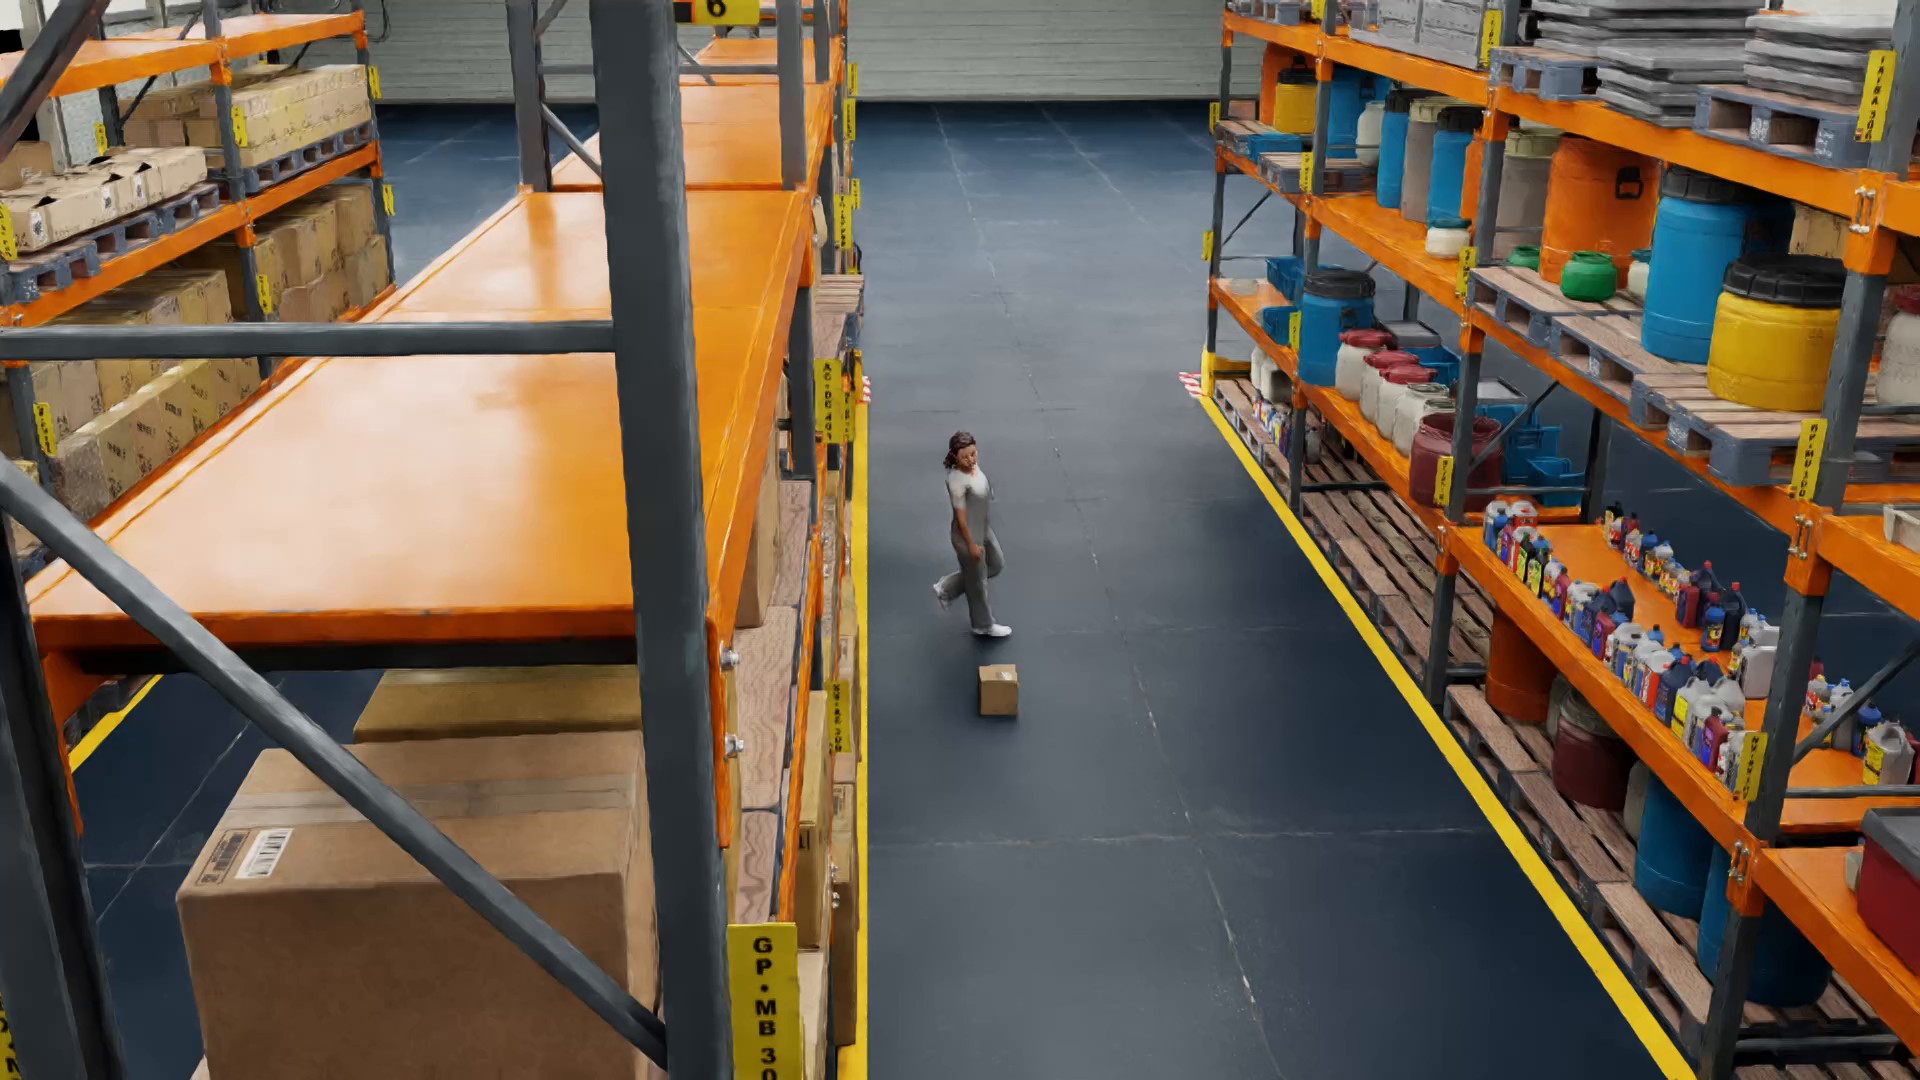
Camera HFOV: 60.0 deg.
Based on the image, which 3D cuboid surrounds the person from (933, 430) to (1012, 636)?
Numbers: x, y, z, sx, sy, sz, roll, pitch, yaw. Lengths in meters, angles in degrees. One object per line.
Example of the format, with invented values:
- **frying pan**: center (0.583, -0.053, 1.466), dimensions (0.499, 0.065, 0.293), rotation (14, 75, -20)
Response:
- **person**: center (0.065, -0.039, 12.016), dimensions (0.605, 1.641, 0.553), rotation (4, 21, 10)
